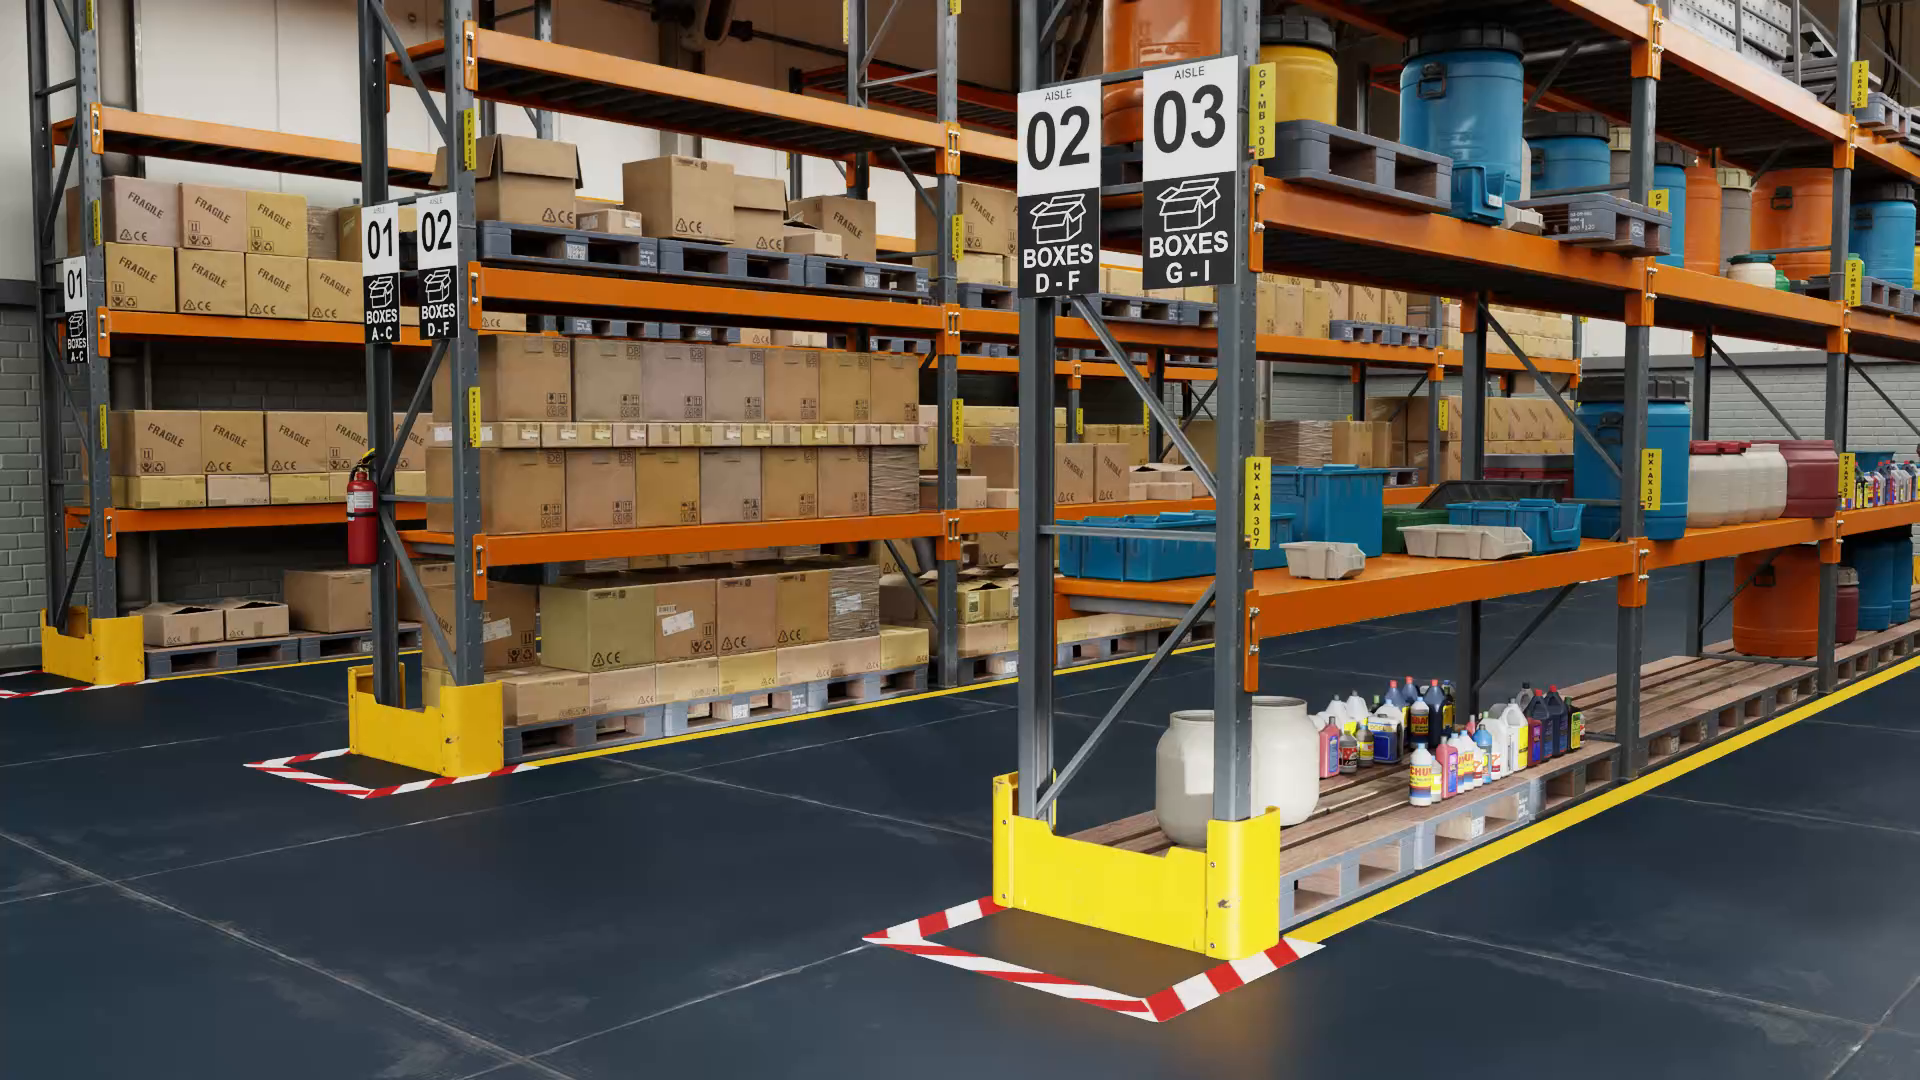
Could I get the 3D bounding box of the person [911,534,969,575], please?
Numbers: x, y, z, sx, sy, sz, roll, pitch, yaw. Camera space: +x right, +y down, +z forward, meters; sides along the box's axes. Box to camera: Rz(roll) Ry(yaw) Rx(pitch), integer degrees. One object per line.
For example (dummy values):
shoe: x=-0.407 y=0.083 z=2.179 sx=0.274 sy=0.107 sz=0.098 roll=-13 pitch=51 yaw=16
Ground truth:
person: x=-0.137 y=0.127 z=16.663 sx=0.740 sy=1.395 sz=0.413 roll=3 pitch=5 yaw=39
